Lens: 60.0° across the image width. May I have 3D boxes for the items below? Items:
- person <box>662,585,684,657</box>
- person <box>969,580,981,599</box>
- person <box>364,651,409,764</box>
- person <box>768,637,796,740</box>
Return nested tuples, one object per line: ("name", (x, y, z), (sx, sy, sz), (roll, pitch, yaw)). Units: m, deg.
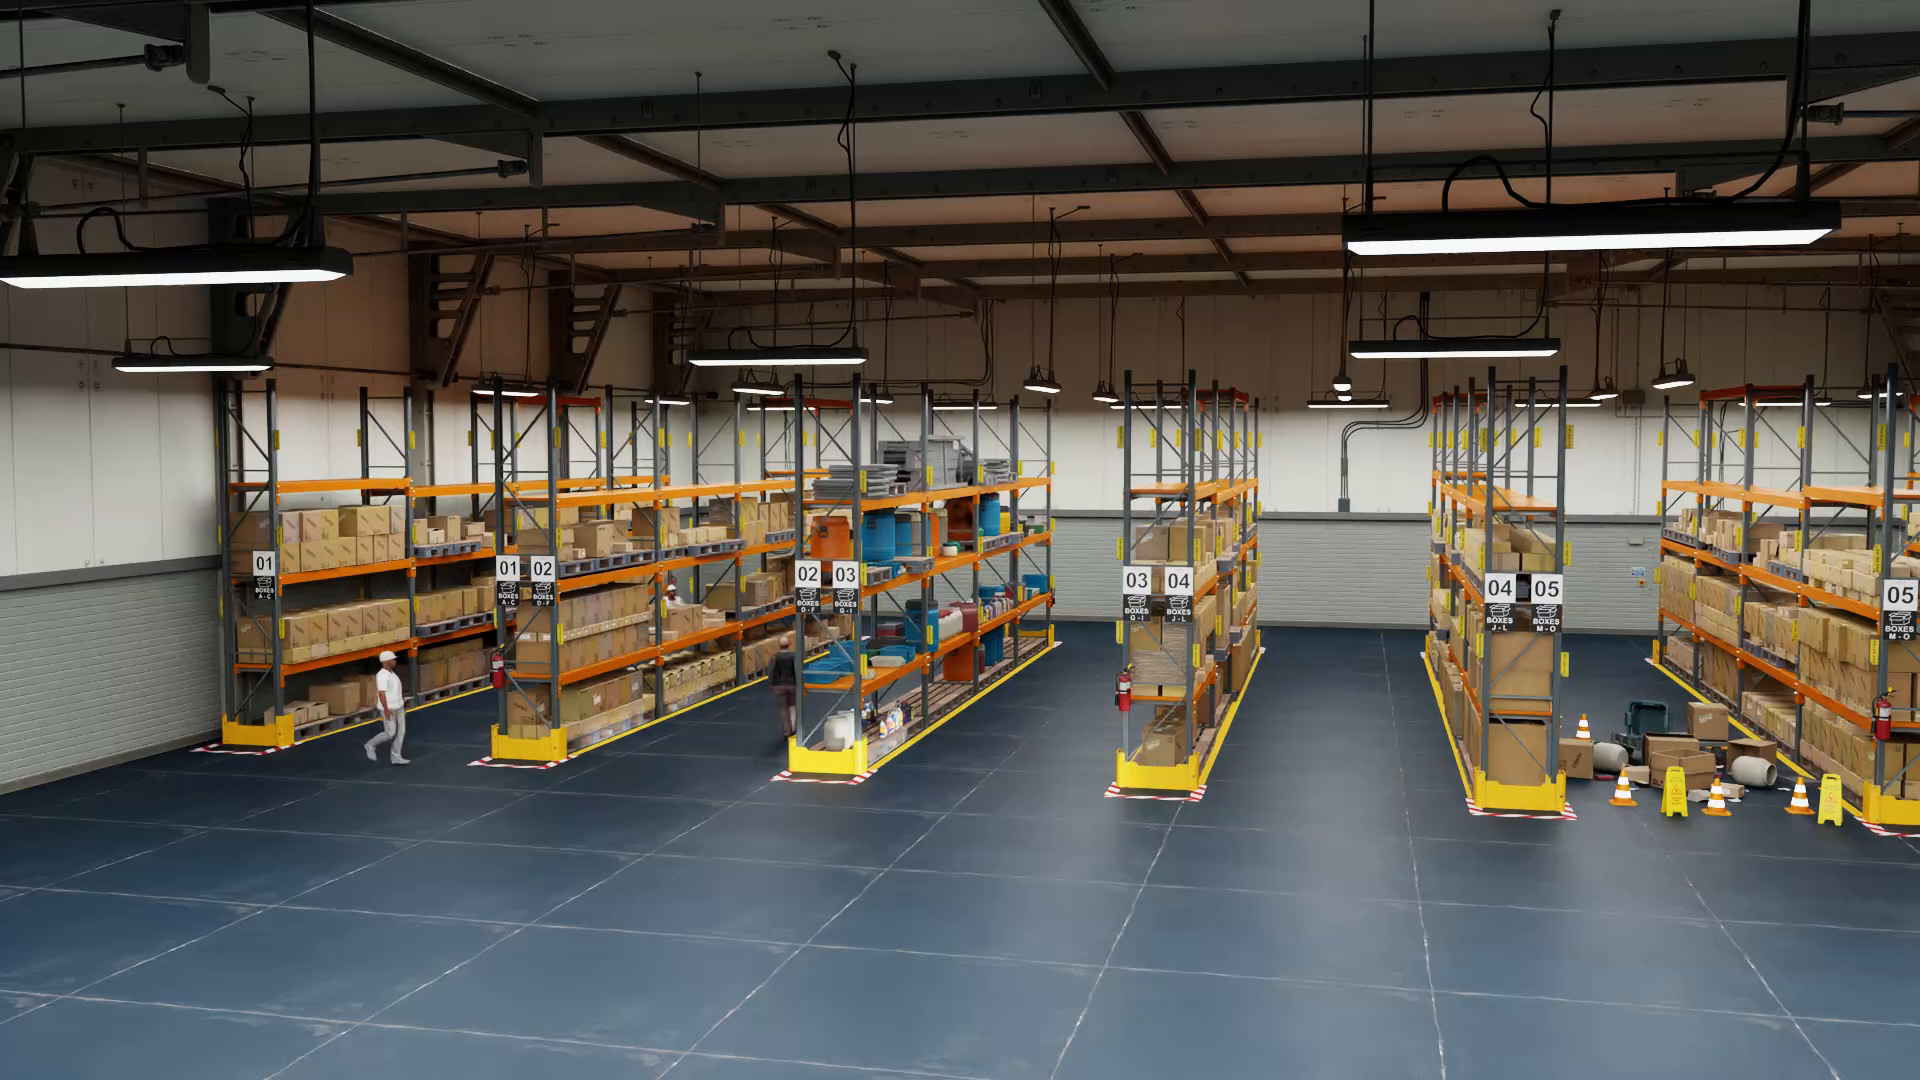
("person", (-6.500, 1.912, 37.570), (0.780, 1.809, 0.878), (1, 4, 17))
("person", (0.370, 1.795, 38.495), (0.445, 1.787, 0.674), (-1, 4, -13))
("person", (-8.825, 2.582, 25.611), (0.637, 1.749, 0.559), (1, 4, 21))
("person", (-2.929, 2.502, 27.793), (0.547, 1.785, 0.554), (-2, 4, -25))
